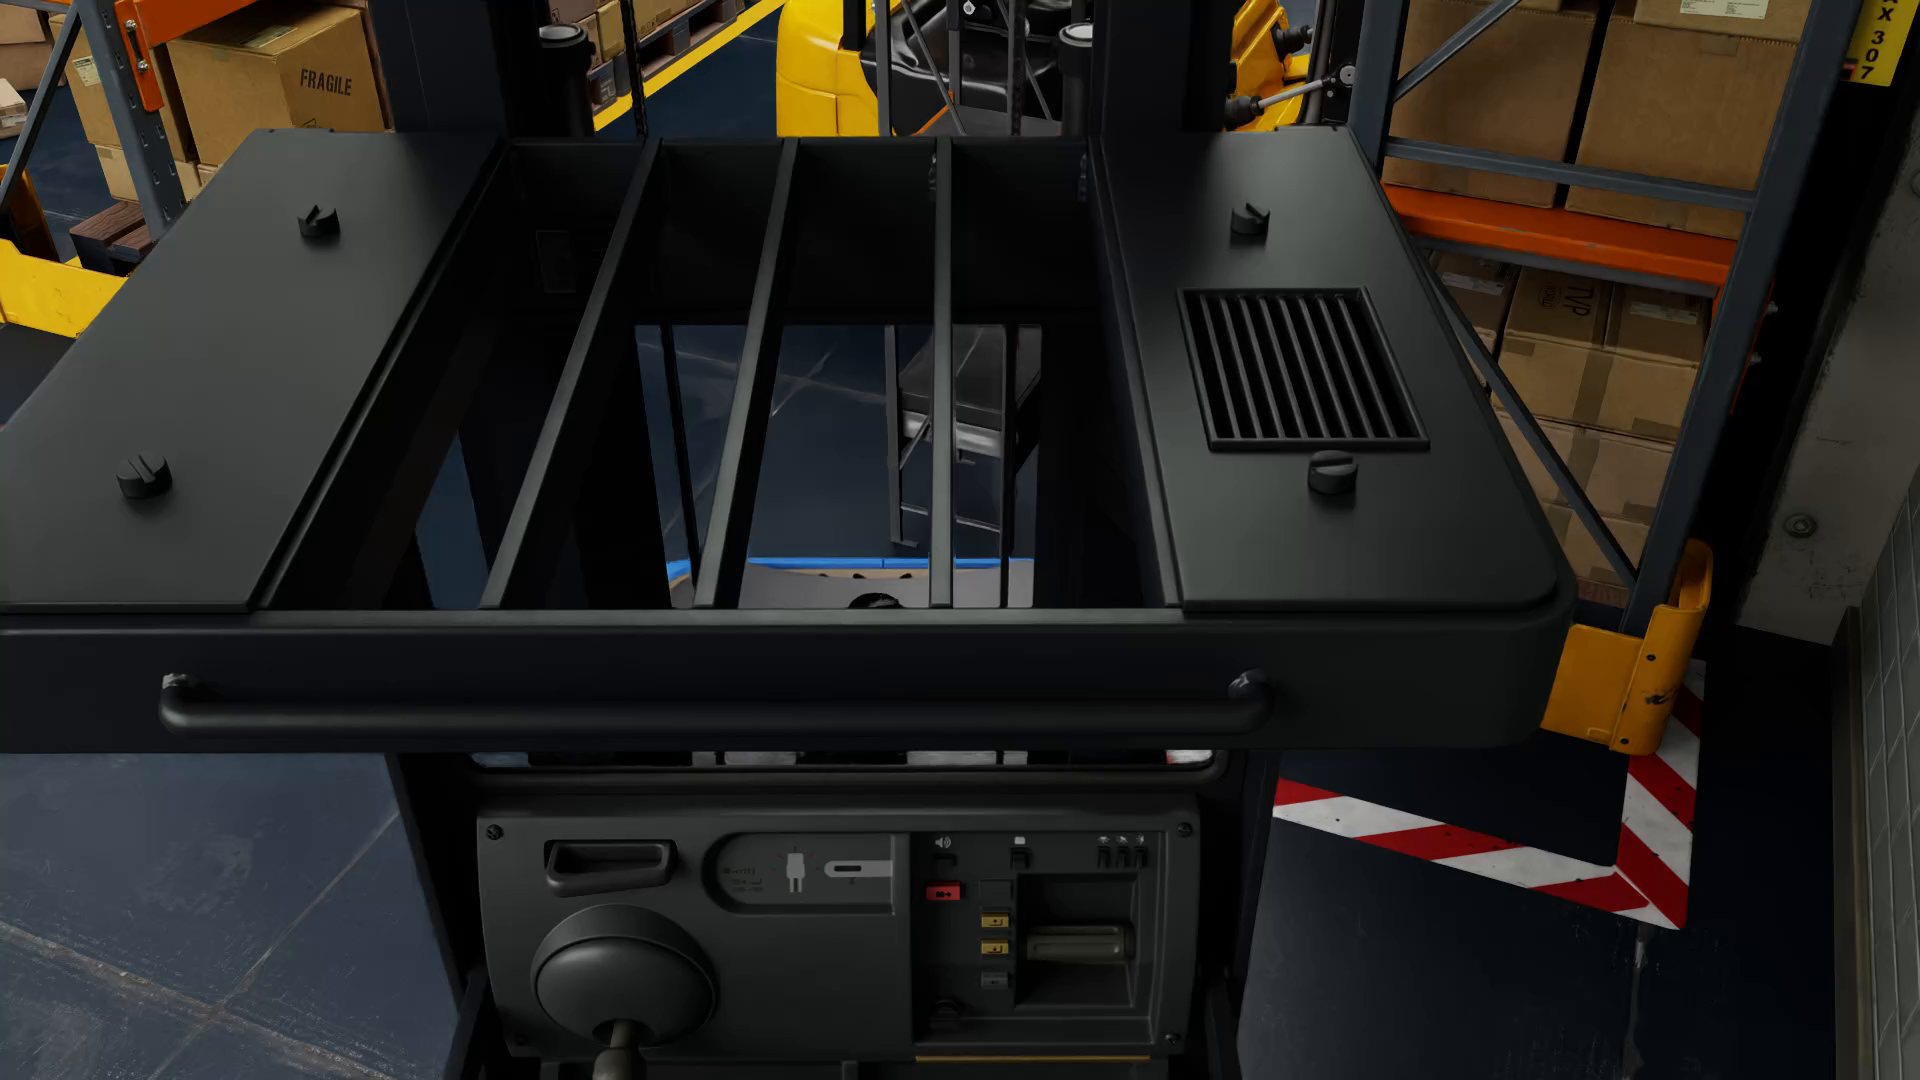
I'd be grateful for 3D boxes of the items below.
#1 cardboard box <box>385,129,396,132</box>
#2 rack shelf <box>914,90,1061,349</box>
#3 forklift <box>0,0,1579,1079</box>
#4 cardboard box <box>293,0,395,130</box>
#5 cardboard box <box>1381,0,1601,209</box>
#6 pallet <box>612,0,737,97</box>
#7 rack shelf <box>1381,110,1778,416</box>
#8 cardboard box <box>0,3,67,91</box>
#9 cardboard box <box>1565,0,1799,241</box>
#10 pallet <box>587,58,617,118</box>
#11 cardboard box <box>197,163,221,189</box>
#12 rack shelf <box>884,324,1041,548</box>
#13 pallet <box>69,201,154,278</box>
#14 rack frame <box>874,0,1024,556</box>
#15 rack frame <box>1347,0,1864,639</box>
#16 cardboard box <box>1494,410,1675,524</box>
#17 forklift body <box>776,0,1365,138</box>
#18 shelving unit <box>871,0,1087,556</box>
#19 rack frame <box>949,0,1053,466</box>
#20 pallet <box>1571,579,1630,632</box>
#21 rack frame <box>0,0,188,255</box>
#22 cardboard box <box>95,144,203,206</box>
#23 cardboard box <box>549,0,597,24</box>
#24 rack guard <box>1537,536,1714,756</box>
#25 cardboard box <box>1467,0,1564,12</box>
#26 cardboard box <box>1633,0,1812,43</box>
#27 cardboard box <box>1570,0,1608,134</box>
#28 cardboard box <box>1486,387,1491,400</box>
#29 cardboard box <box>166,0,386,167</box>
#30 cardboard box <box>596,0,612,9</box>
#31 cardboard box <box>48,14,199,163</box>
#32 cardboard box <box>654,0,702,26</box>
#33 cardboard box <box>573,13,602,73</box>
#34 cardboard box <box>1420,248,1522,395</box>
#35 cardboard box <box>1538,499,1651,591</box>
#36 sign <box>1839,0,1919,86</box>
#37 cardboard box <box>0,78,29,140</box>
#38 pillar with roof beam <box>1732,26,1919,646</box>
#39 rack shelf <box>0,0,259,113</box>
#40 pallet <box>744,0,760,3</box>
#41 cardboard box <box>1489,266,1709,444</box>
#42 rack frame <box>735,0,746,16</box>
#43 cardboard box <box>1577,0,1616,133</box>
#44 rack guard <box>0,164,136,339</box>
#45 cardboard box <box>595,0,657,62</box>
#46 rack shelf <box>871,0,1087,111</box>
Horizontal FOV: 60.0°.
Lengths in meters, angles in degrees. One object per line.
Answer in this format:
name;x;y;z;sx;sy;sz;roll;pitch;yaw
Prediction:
cardboard box;-2.424;-1.710;6.978;0.500;0.250;0.500;15;39;19
rack shelf;0.063;-0.922;4.752;0.431;0.518;0.480;14;39;18
forklift;-0.151;0.598;2.001;1.130;2.935;3.031;0;37;0
cardboard box;-2.422;-2.033;6.784;0.500;0.500;0.500;12;39;16
cardboard box;1.348;-1.222;4.296;0.500;0.500;0.500;13;39;17
pallet;-1.889;-2.696;8.681;1.003;0.211;1.213;14;39;18
rack shelf;2.165;-1.669;5.578;1.077;0.370;4.000;14;39;18
cardboard box;-4.861;-2.528;8.211;0.797;0.503;0.637;-11;38;-14
cardboard box;1.849;-1.101;4.134;0.500;0.500;0.500;15;39;19
pallet;-2.352;-2.018;7.774;1.003;0.211;1.213;14;39;18
cardboard box;-2.626;-1.429;6.602;0.500;0.250;0.500;14;39;17
rack shelf;0.063;-0.361;5.171;0.431;0.518;0.480;14;39;18
pallet;-2.817;-1.345;6.874;1.003;0.211;1.213;14;39;18
rack frame;-0.030;-0.798;4.563;0.400;2.100;0.015;14;39;18
rack frame;1.404;-0.850;3.881;1.000;3.000;0.127;14;39;18
cardboard box;1.775;-0.330;4.714;0.500;0.250;0.500;15;39;19
forklift body;0.438;-1.975;6.096;2.313;2.155;1.214;14;39;18
shelving unit;0.063;-0.933;4.744;0.431;2.100;0.503;14;39;18
rack frame;0.156;-1.068;4.925;0.400;2.100;0.015;14;39;18
pallet;1.656;-0.166;5.295;1.003;0.211;1.213;14;39;18
rack frame;-3.188;-1.978;5.391;1.000;3.000;0.127;14;39;18
cardboard box;-3.120;-1.567;6.787;0.500;0.250;0.500;14;39;18
cardboard box;-2.028;-2.607;7.552;0.500;0.500;0.500;16;40;20
rack guard;1.394;0.165;4.612;1.175;0.500;0.348;14;39;18
cardboard box;1.276;-1.405;3.999;0.380;0.149;0.250;14;39;18
cardboard box;1.773;-1.278;3.829;0.380;0.149;0.250;13;39;17
cardboard box;1.554;-1.507;4.678;0.500;0.500;0.500;15;39;19
cardboard box;1.300;-0.458;4.885;0.500;0.250;0.500;13;39;17
cardboard box;-2.617;-1.743;6.395;0.500;0.500;0.500;13;39;16
cardboard box;-1.835;-2.890;7.930;0.500;0.500;0.500;15;39;19
cardboard box;-3.125;-1.849;6.537;0.500;0.500;0.500;14;39;18
cardboard box;-1.643;-2.871;8.532;0.500;0.250;0.500;16;40;20
cardboard box;-2.034;-2.294;7.759;0.500;0.250;0.500;14;39;18
cardboard box;1.290;-0.643;4.716;0.500;0.250;0.500;15;39;19
cardboard box;1.771;-0.144;4.883;0.500;0.250;0.500;14;39;18
sign;1.915;-1.098;3.425;0.100;0.325;0.005;14;39;18
cardboard box;-4.558;-2.022;7.831;0.250;0.149;0.380;-25;43;-29
pillar with roof beam;-1.479;-4.414;3.638;9.100;9.000;0.400;14;39;18
rack shelf;-2.427;-2.798;7.088;1.077;0.370;4.000;14;39;18
pallet;-1.371;-3.508;9.766;1.003;0.211;1.213;14;39;18
cardboard box;1.761;-0.540;4.578;0.500;0.250;0.500;13;39;17
rack frame;-1.666;-4.193;8.354;1.000;3.000;0.127;14;39;18
cardboard box;2.027;-1.394;4.526;0.500;0.500;0.500;15;39;19
rack guard;-3.159;-1.019;6.196;1.175;0.500;0.348;14;39;18
cardboard box;-1.836;-2.574;8.134;0.500;0.250;0.500;13;39;17
rack shelf;0.063;-1.482;4.333;0.431;0.518;0.480;14;39;18
